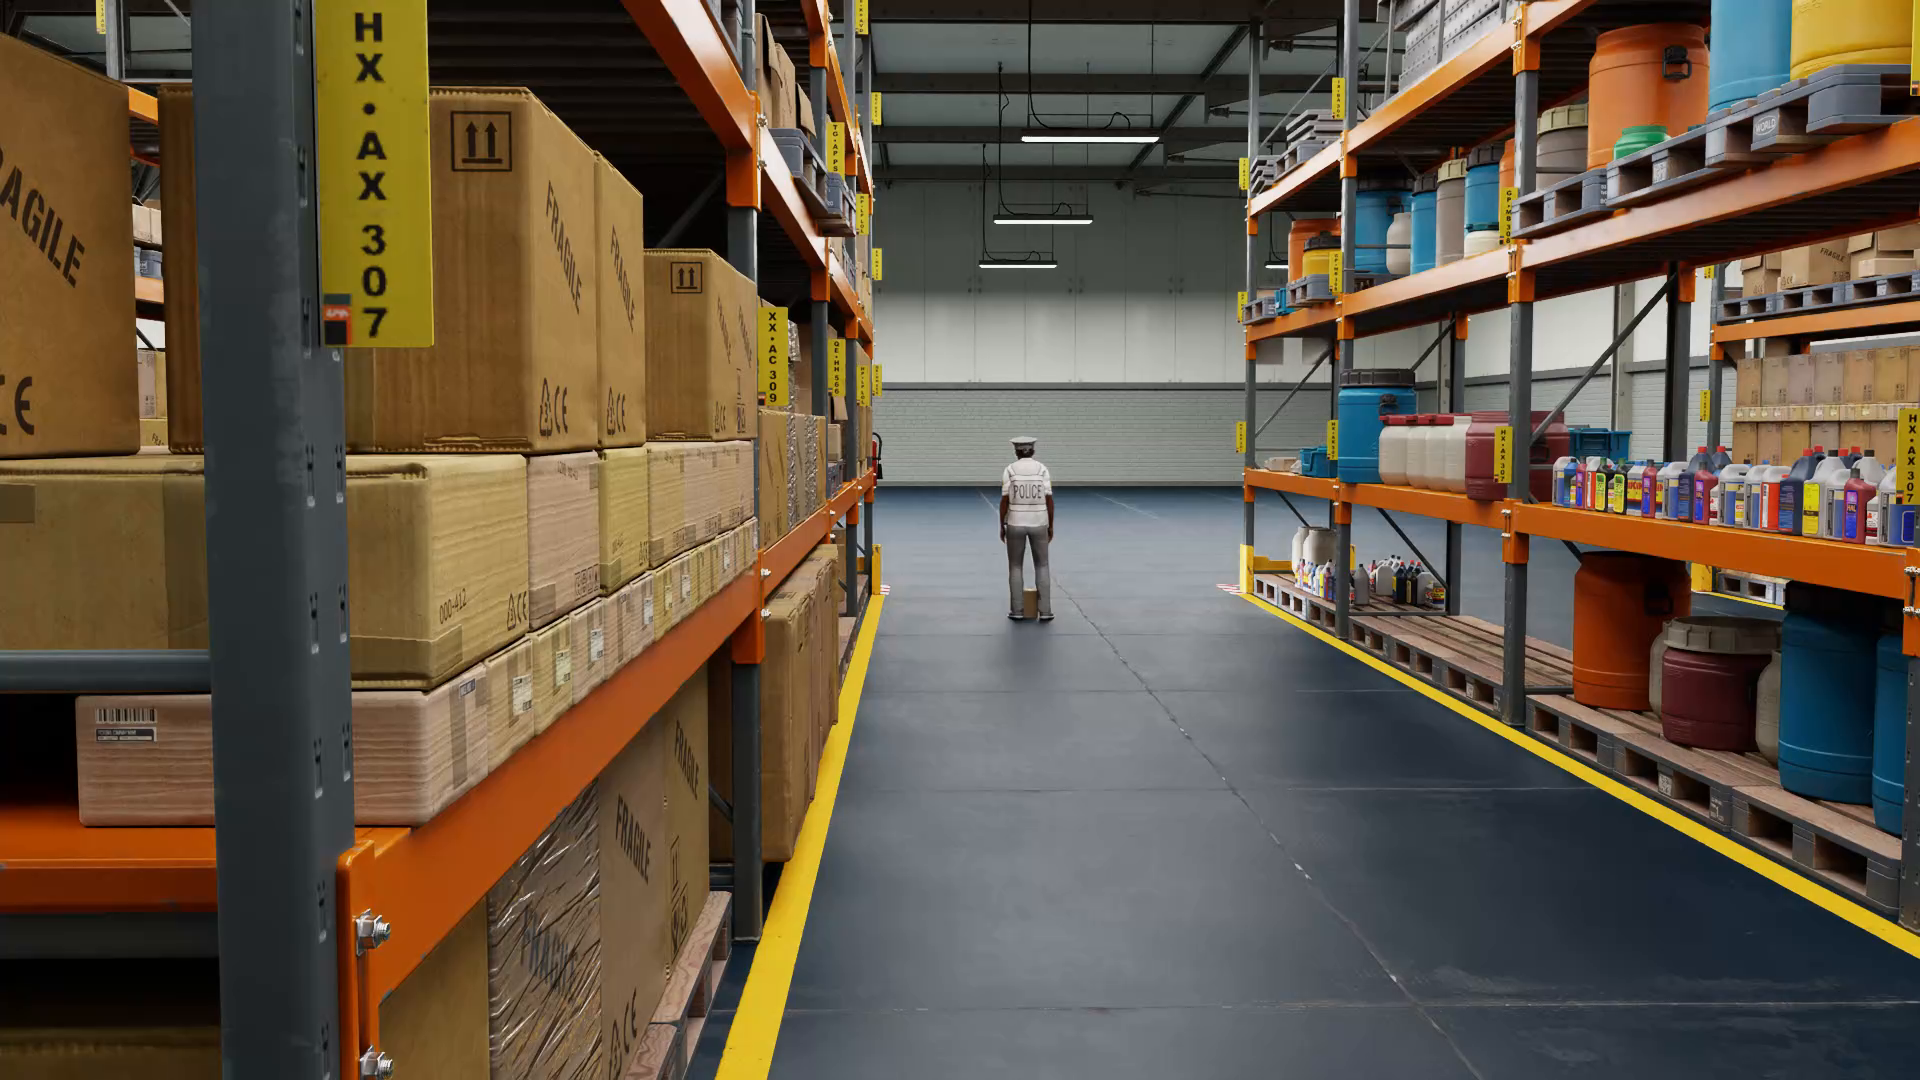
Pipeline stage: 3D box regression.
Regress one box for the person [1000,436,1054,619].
[{"bbox_3d":[0.614,-0.108,15.091,0.505,1.659,0.415,0,4,-1],"label":"person"}]
